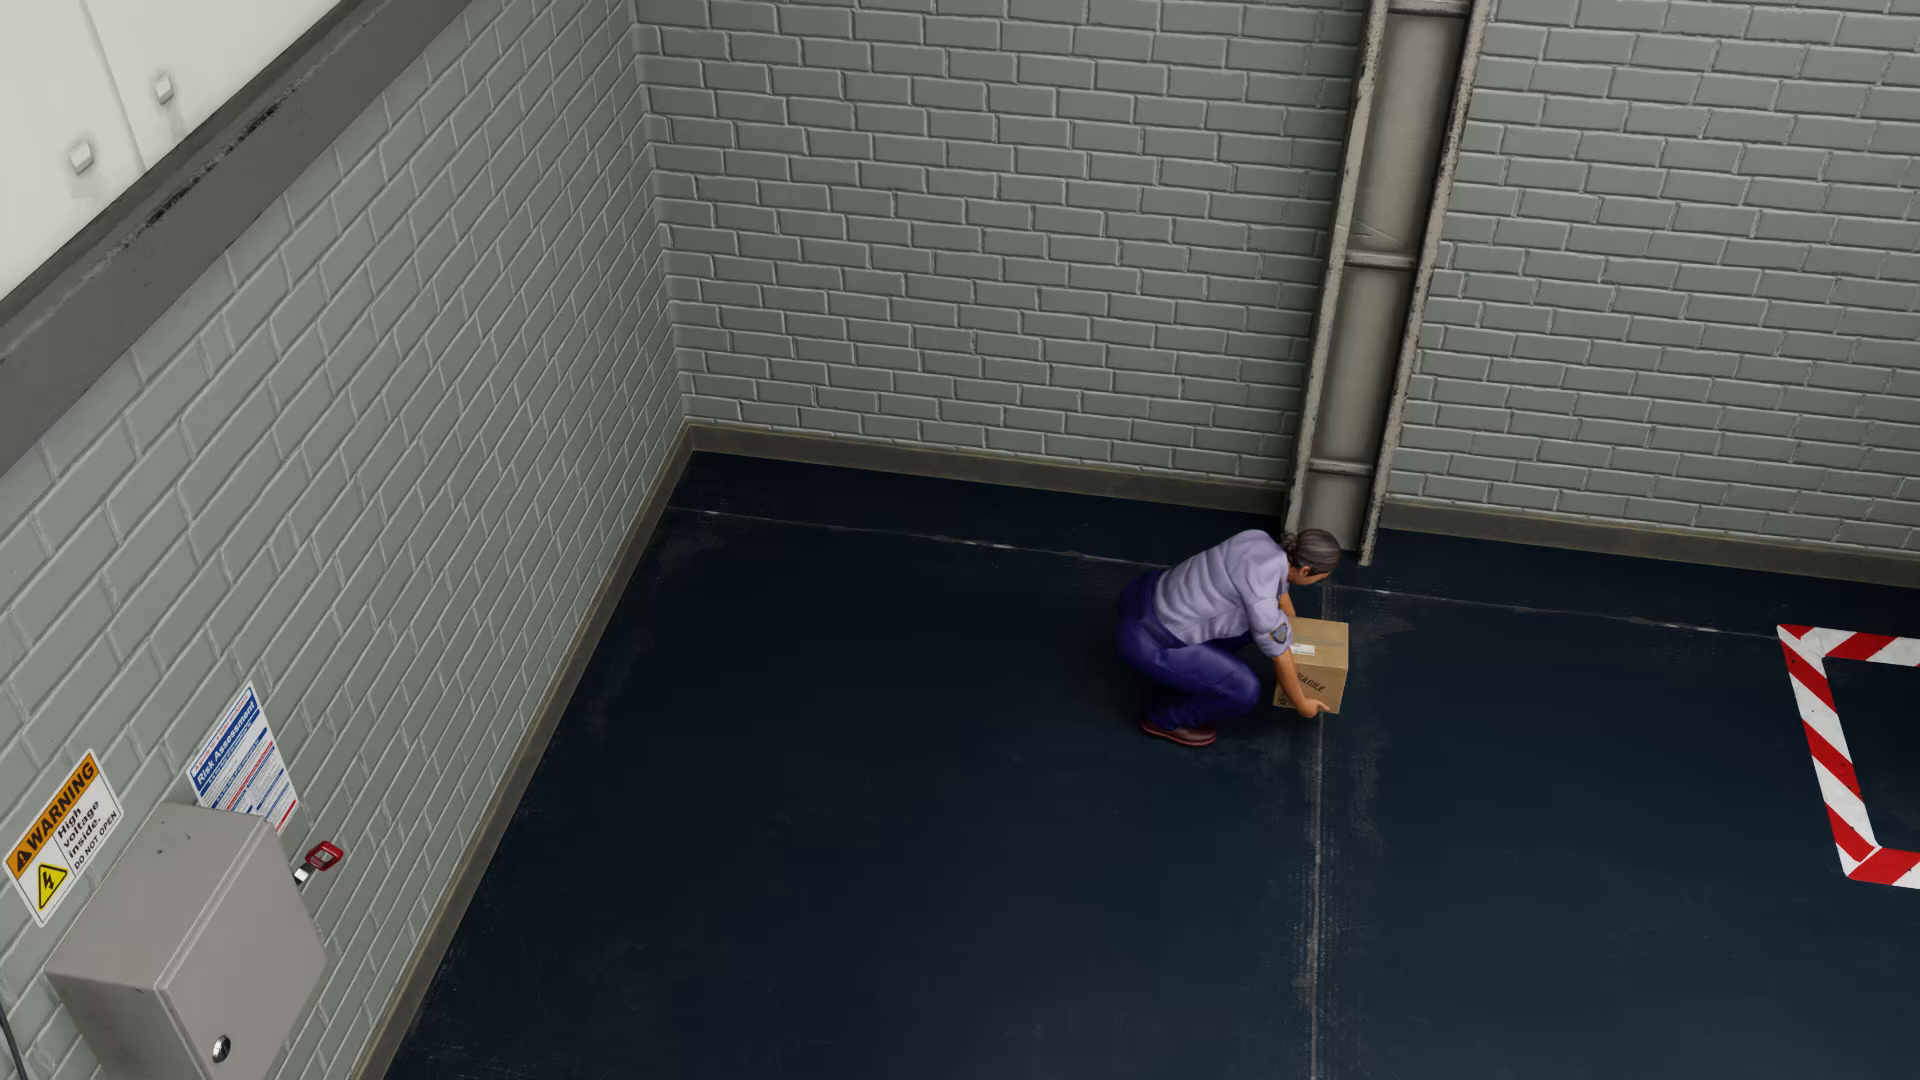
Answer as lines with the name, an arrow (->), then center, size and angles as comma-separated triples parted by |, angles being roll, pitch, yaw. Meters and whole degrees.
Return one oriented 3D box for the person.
person -> 1.015, 0.338, 6.328 | 0.848, 0.943, 0.493 | 6, 41, 7
